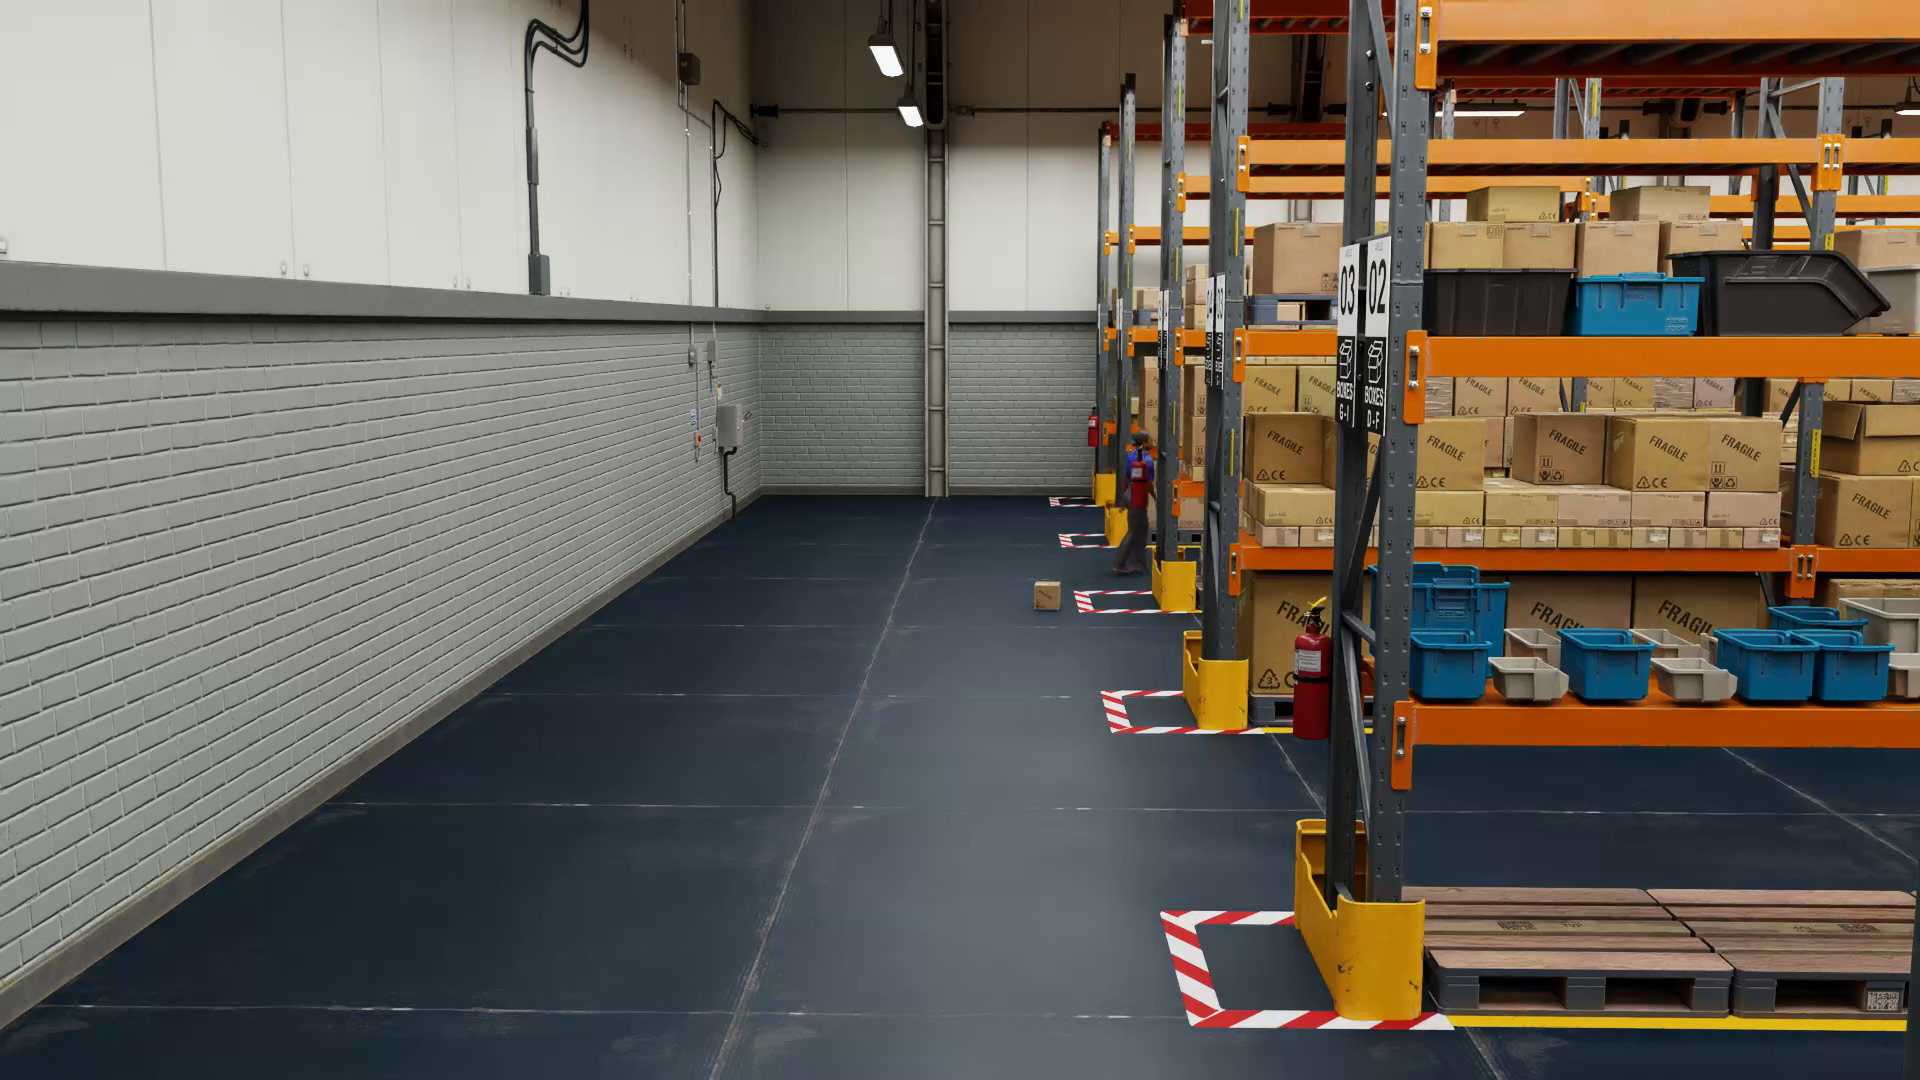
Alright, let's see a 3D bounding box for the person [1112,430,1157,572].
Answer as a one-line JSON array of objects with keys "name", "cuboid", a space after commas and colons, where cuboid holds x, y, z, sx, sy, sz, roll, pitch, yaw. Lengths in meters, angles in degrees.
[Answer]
[{"name": "person", "cuboid": [2.032, -0.409, 19.075, 0.598, 1.706, 0.534, -3, 8, -19]}]
